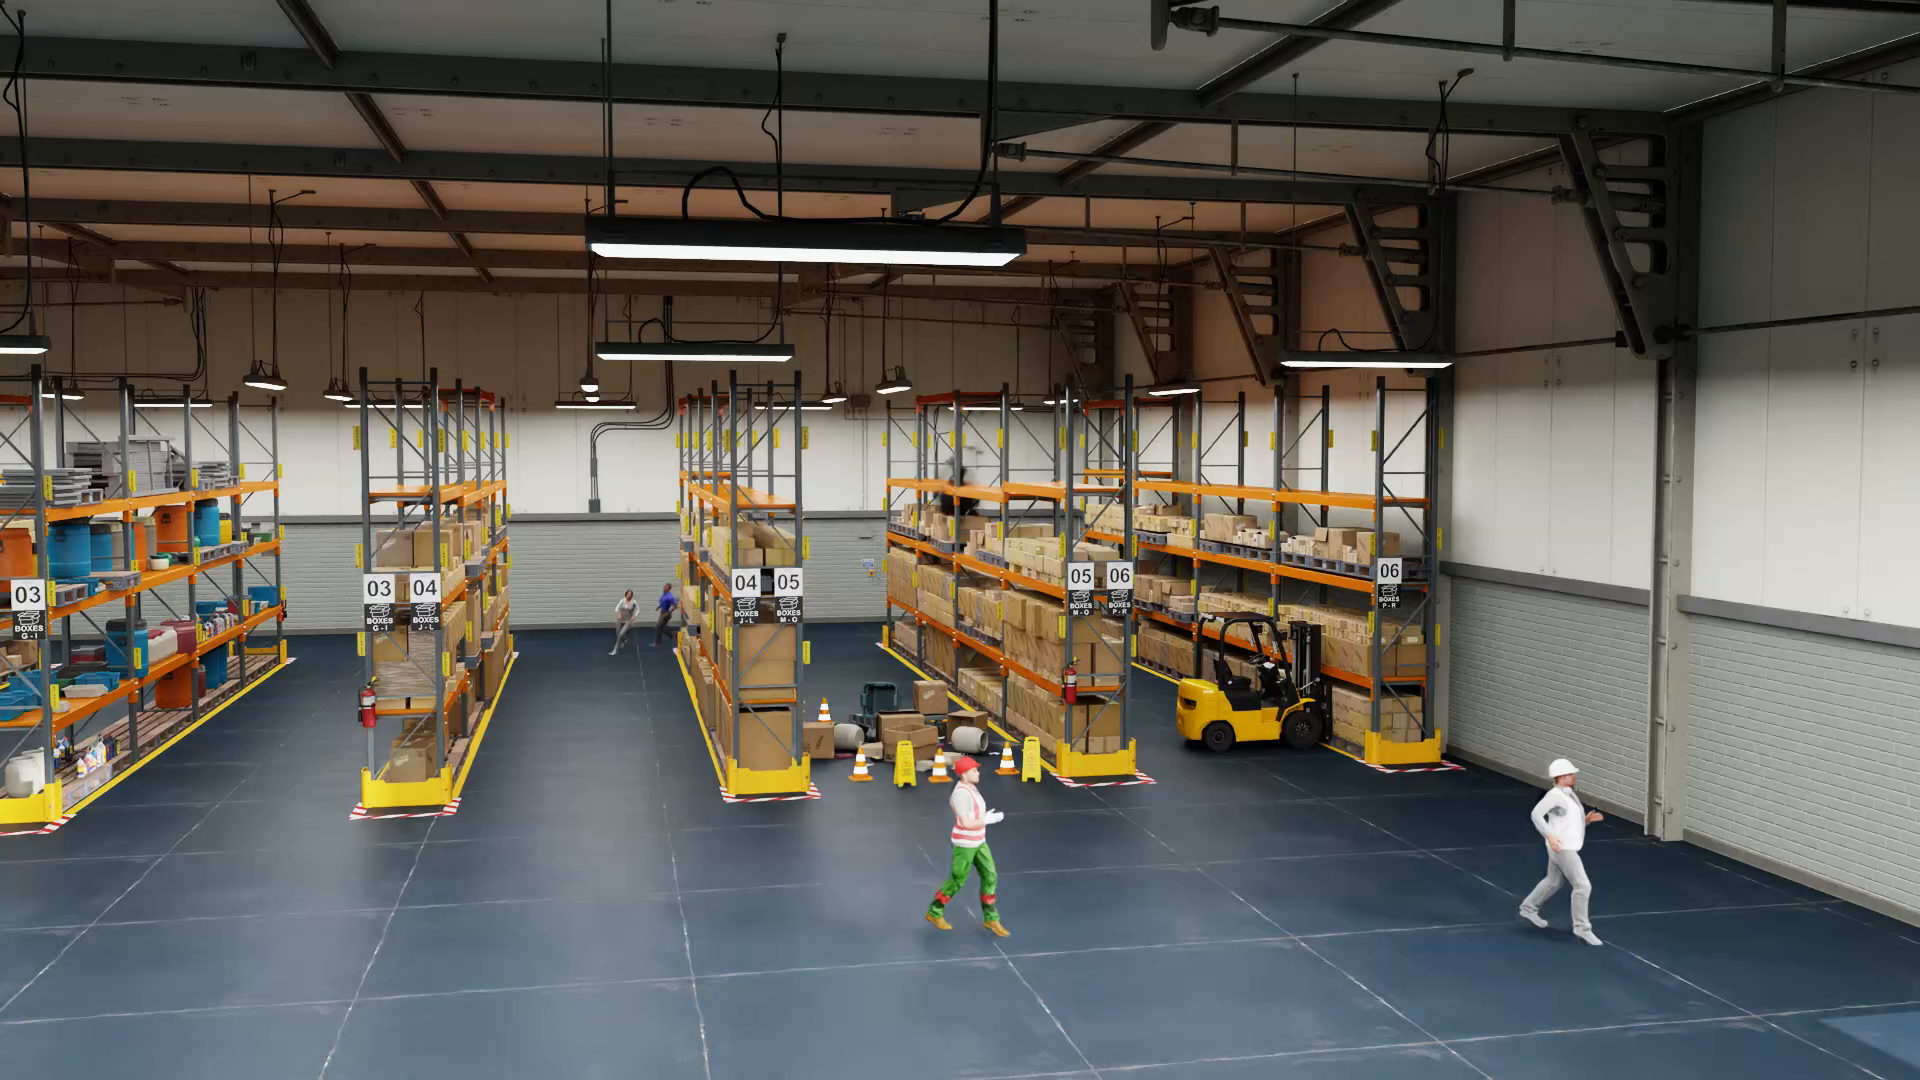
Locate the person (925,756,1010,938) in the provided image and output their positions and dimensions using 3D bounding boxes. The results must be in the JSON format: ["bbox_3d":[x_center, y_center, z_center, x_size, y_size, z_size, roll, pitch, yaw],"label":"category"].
[{"bbox_3d":[0.075,3.091,16.786,0.855,1.834,0.654,1,4,19],"label":"person"}]

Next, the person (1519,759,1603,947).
[{"bbox_3d":[6.056,3.110,16.721,0.822,1.822,0.633,2,4,28],"label":"person"}]

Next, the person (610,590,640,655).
[{"bbox_3d":[-7.846,1.919,39.165,0.606,1.523,0.739,0,3,7],"label":"person"}]

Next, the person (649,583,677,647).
[{"bbox_3d":[-7.125,1.815,40.347,0.697,1.575,0.739,-2,4,-32],"label":"person"}]
